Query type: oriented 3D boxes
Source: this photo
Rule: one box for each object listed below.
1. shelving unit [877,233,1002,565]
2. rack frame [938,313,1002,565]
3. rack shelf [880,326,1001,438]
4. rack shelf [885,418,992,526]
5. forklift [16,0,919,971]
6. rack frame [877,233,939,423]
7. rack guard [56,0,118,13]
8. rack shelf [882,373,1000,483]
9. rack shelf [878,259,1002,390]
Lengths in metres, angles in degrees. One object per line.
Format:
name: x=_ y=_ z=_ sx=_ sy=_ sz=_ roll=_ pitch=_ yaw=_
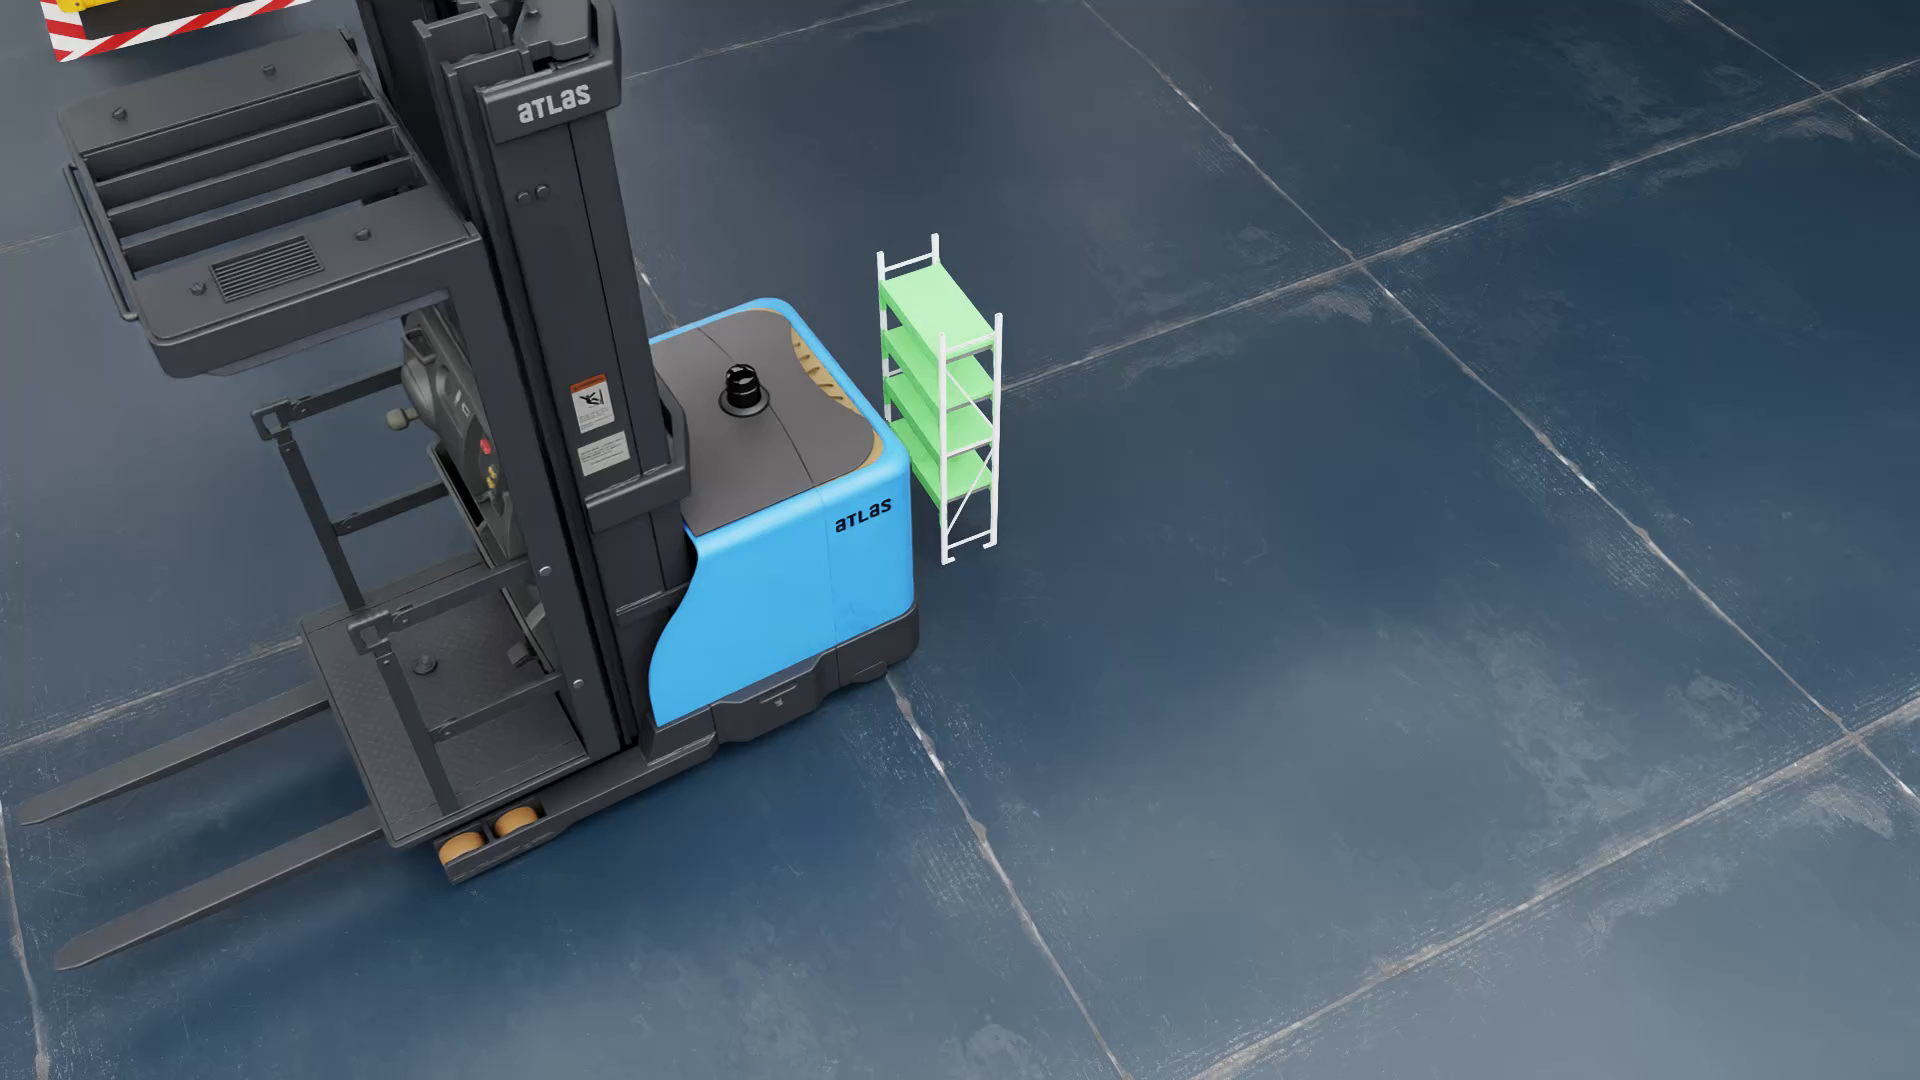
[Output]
shelving unit: x=-0.076 y=-0.506 z=6.288 sx=0.258 sy=1.200 sz=0.503 roll=-21 pitch=52 yaw=-18
rack frame: x=0.036 y=-0.342 z=6.145 sx=0.240 sy=1.200 sz=0.015 roll=-21 pitch=52 yaw=-18
rack shelf: x=-0.076 y=-0.622 z=6.155 sx=0.258 sy=0.148 sz=0.480 roll=-21 pitch=52 yaw=-18
rack shelf: x=-0.076 y=-0.306 z=6.517 sx=0.258 sy=0.148 sz=0.480 roll=-21 pitch=52 yaw=-18
forklift: x=-1.682 y=-0.277 z=4.938 sx=3.031 sy=2.935 sz=1.130 roll=-24 pitch=53 yaw=-20
rack frame: x=-0.187 y=-0.669 z=6.431 sx=0.240 sy=1.200 sz=0.015 roll=-21 pitch=52 yaw=-18
rack guard: x=-4.515 y=-3.378 z=9.265 sx=1.175 sy=0.500 sz=0.348 roll=-21 pitch=52 yaw=-18
rack shelf: x=-0.076 y=-0.464 z=6.336 sx=0.258 sy=0.148 sz=0.480 roll=-21 pitch=52 yaw=-18
rack shelf: x=-0.076 y=-0.780 z=5.975 sx=0.258 sy=0.148 sz=0.480 roll=-21 pitch=52 yaw=-18
